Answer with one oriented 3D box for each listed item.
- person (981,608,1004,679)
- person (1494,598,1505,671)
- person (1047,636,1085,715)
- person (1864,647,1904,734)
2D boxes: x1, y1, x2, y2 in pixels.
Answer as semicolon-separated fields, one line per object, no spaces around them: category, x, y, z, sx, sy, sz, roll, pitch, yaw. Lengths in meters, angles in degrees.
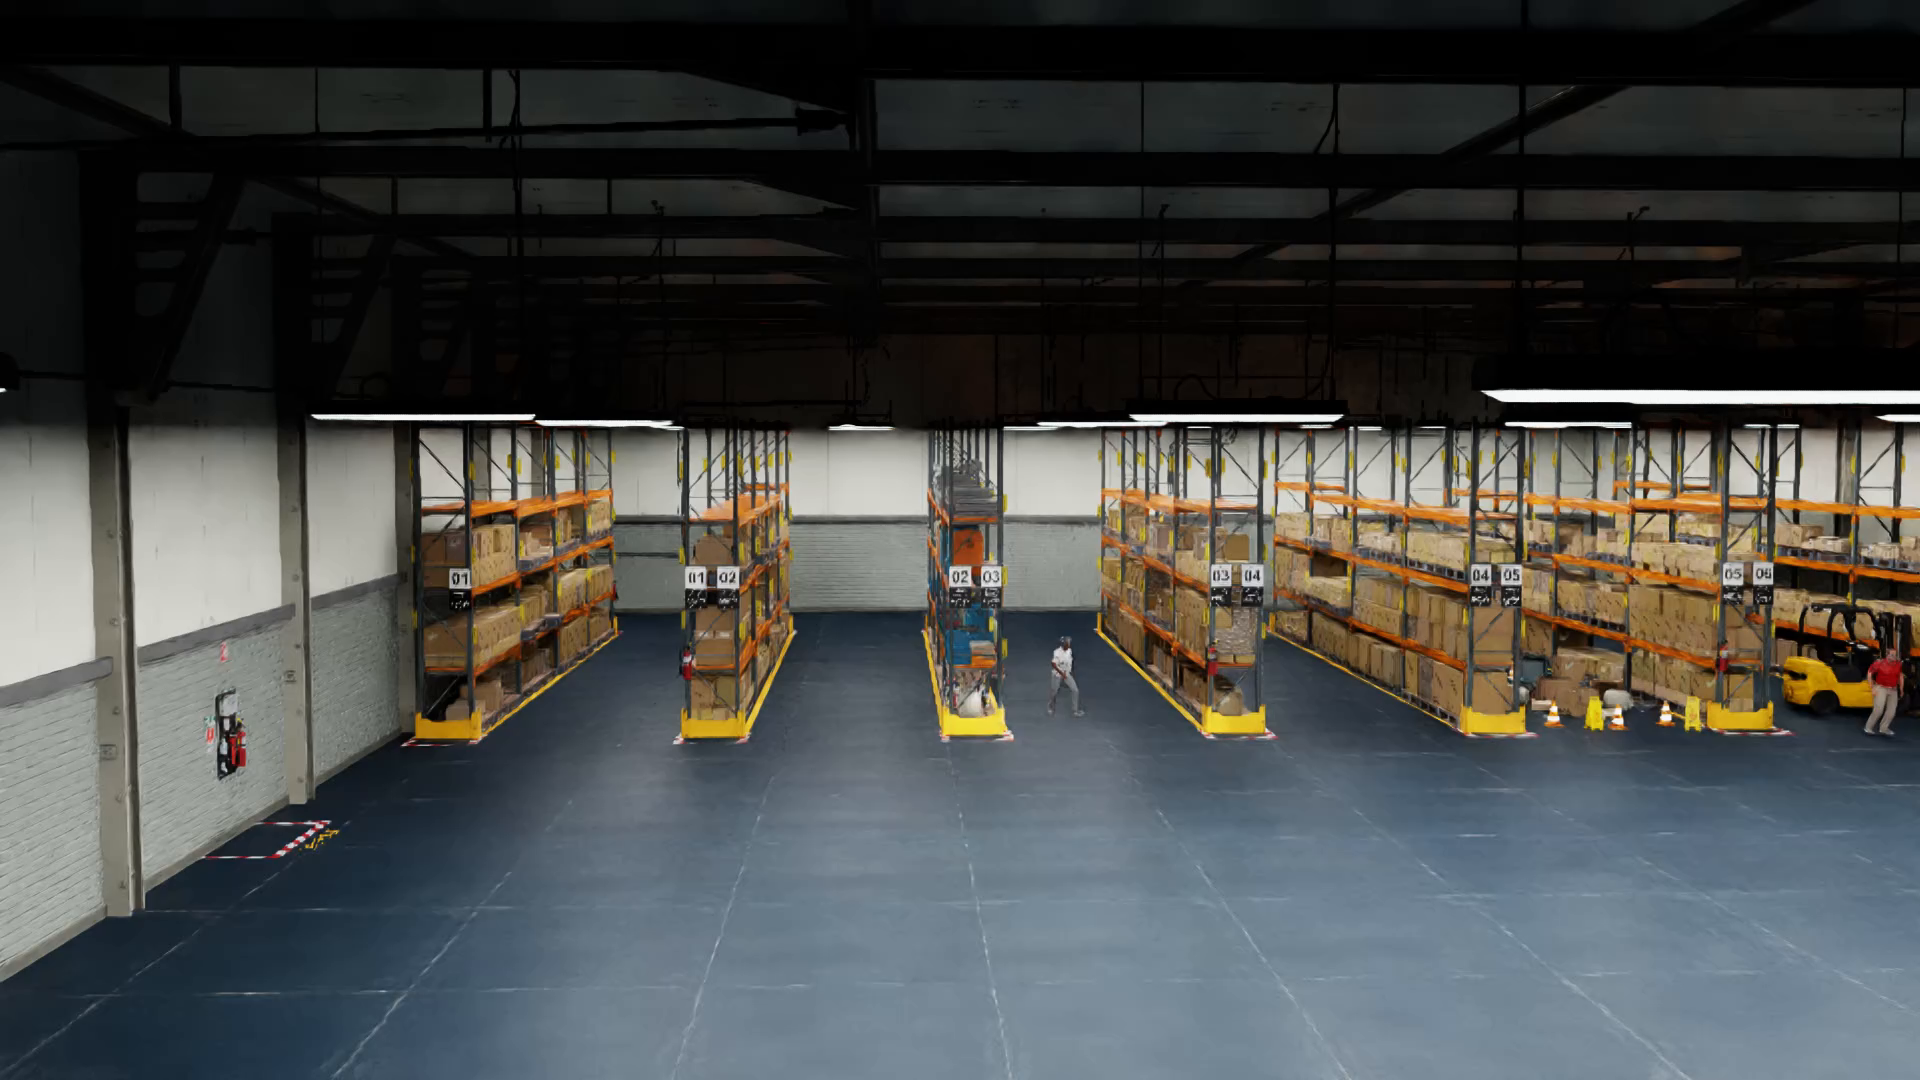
person;0.727;2.366;38.508;0.414;1.674;0.618;2;4;26
person;12.647;2.258;39.383;0.576;1.764;0.664;2;4;25
person;2.096;2.724;33.543;0.616;1.618;0.750;-2;4;-23
person;17.449;2.842;31.389;0.666;1.676;0.529;0;4;-4
